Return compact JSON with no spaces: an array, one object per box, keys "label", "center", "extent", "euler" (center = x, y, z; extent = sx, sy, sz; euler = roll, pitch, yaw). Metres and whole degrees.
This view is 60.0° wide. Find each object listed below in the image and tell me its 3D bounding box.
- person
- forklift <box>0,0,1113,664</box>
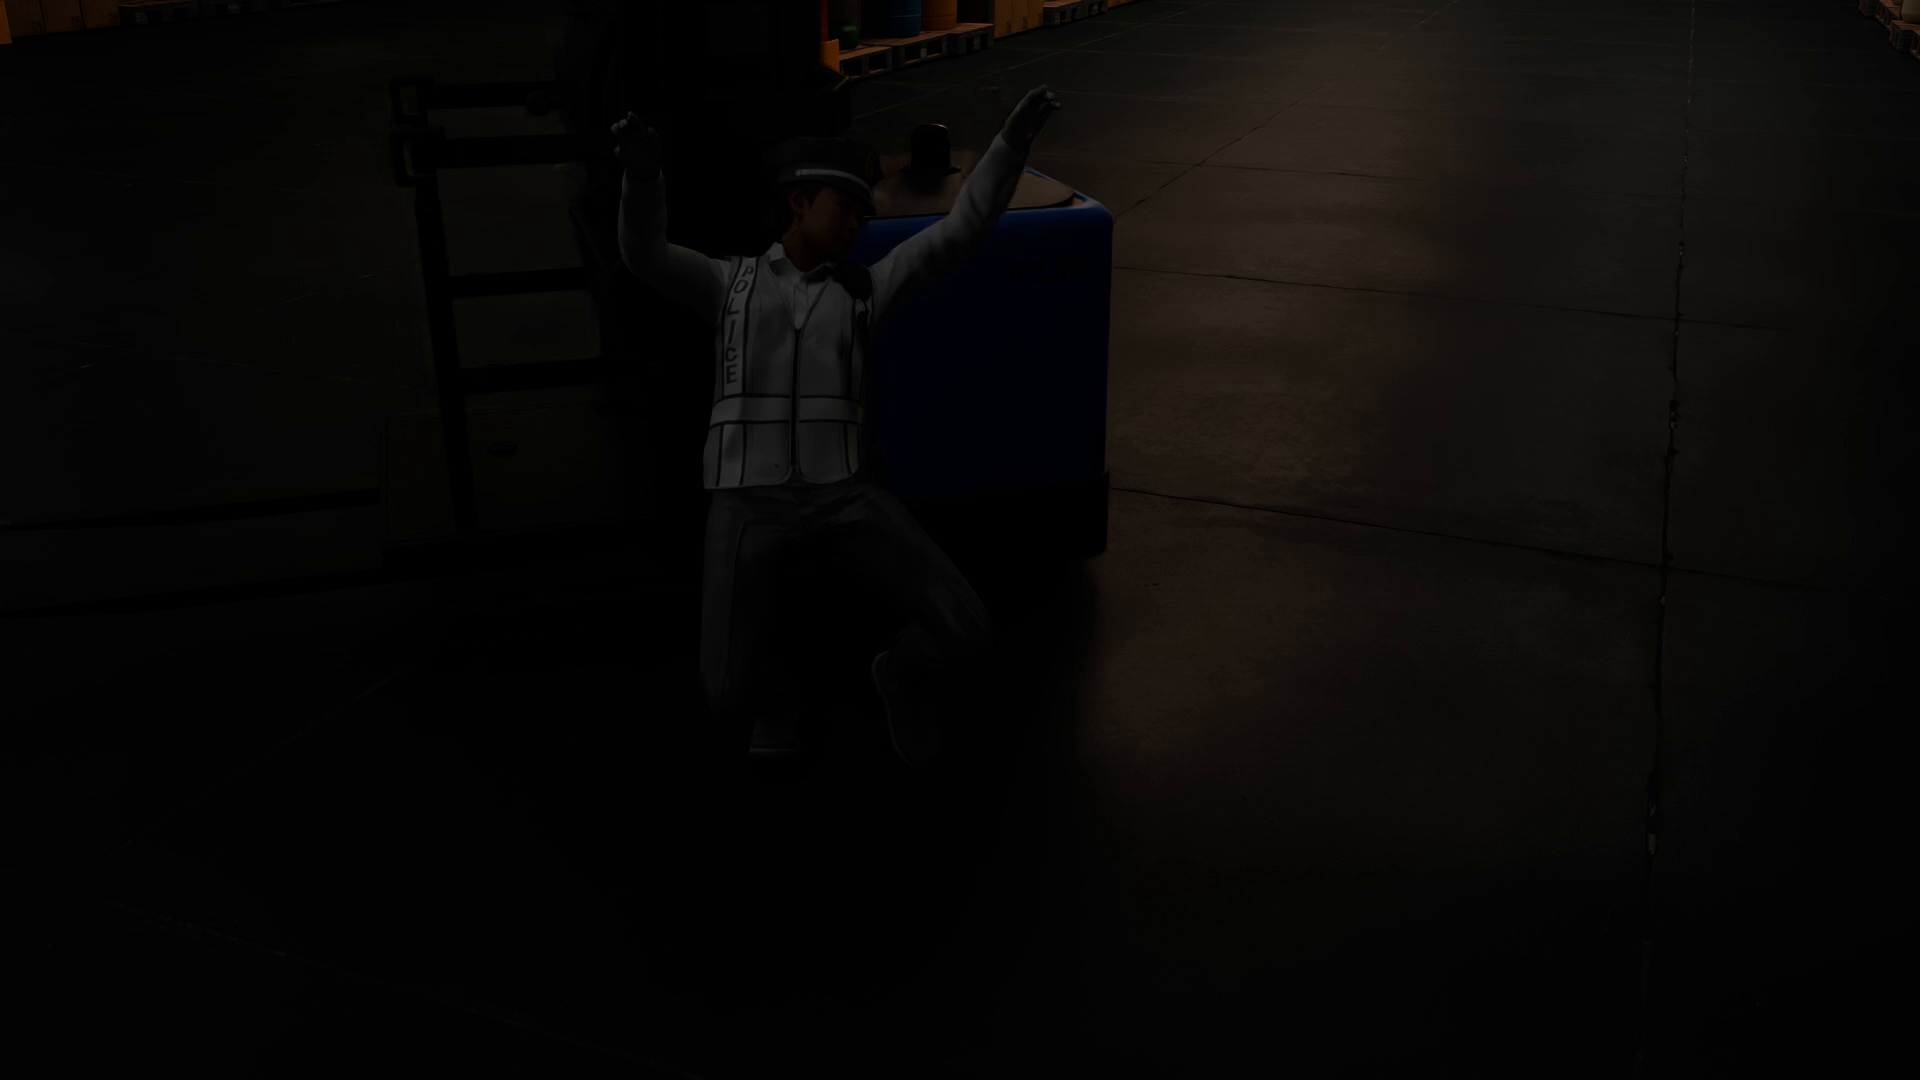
[{"label":"person","center":[-0.251,-0.200,3.591],"extent":[0.881,1.536,0.759],"euler":[-4,23,-9]},{"label":"forklift","center":[-1.148,-1.258,4.302],"extent":[3.031,2.935,1.130],"euler":[-7,24,-16]}]
